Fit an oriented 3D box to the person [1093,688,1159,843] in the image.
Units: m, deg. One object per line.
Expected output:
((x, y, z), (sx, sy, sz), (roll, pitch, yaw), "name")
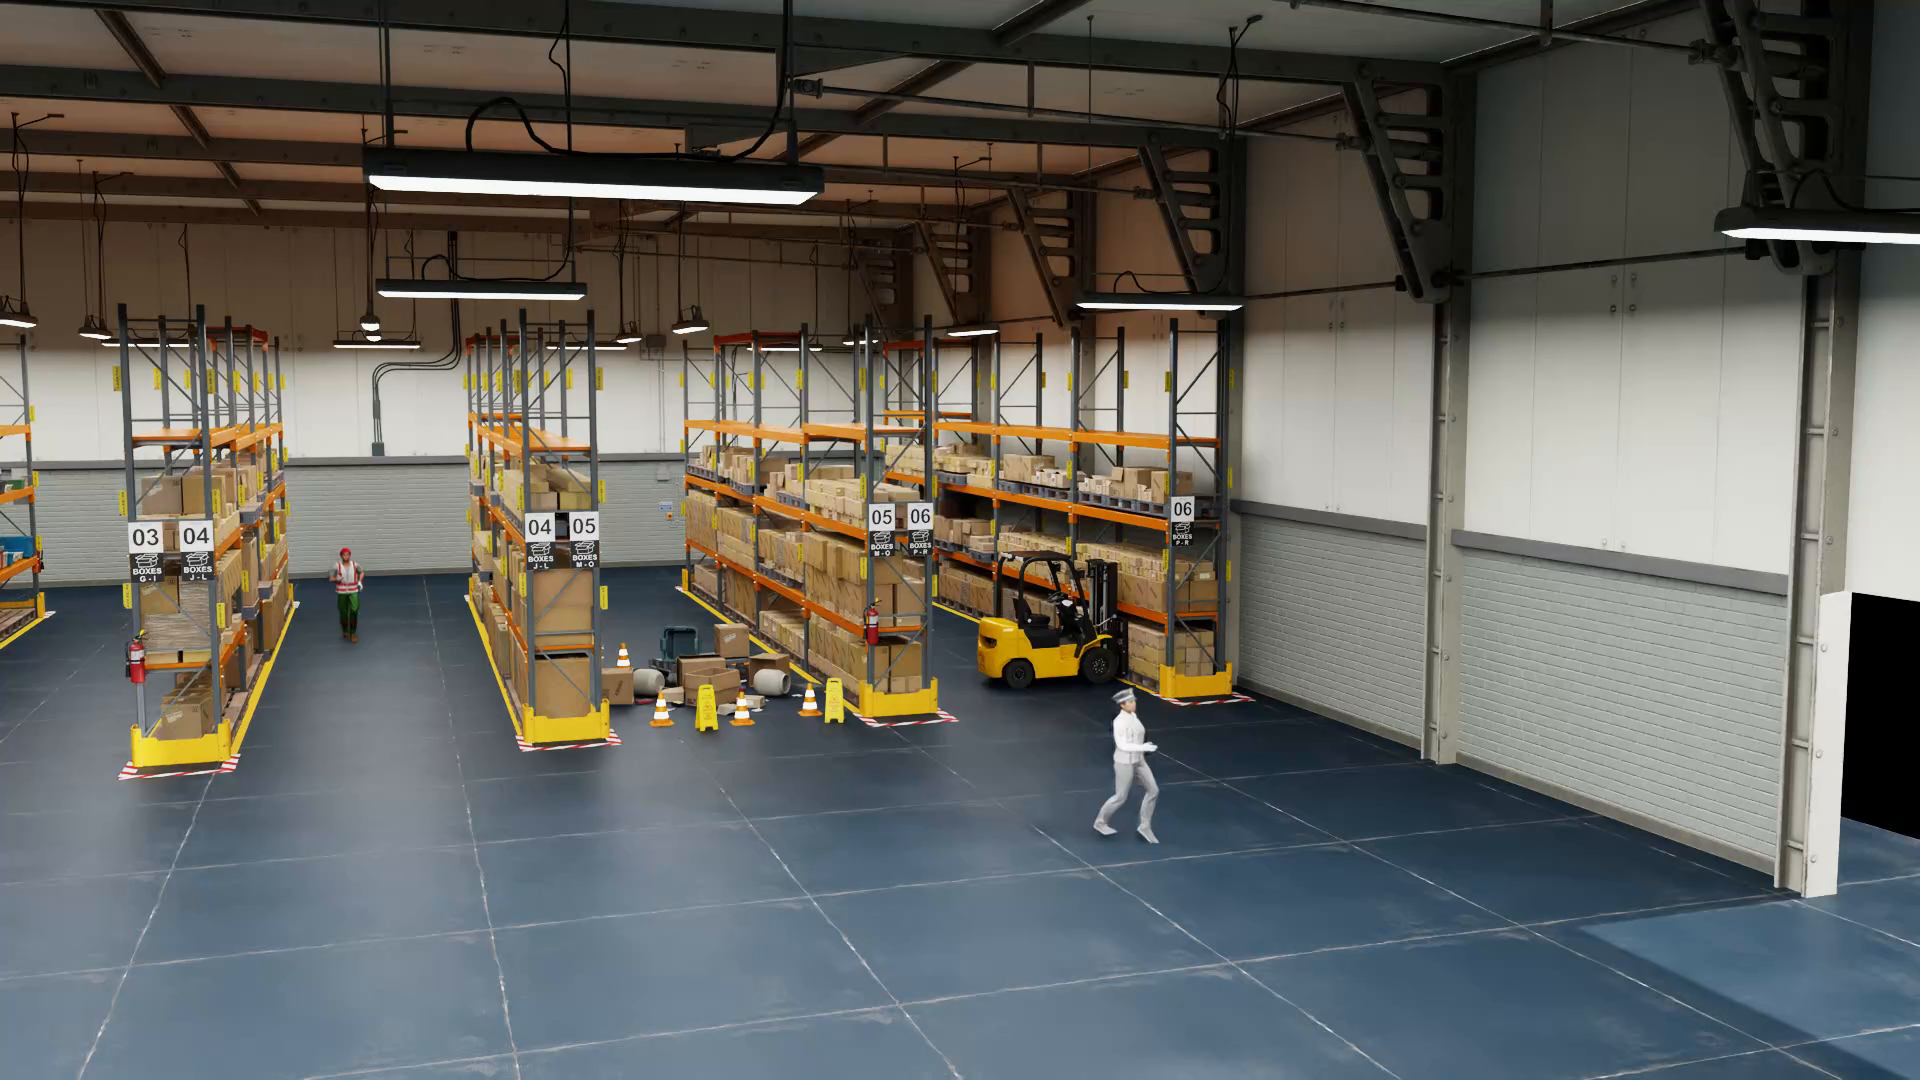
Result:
((1.835, 2.460, 18.192), (0.739, 1.730, 0.619), (3, 6, 31), "person")

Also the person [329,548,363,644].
((-11.827, 1.065, 32.104), (0.632, 1.843, 0.736), (-2, 6, -22), "person")
